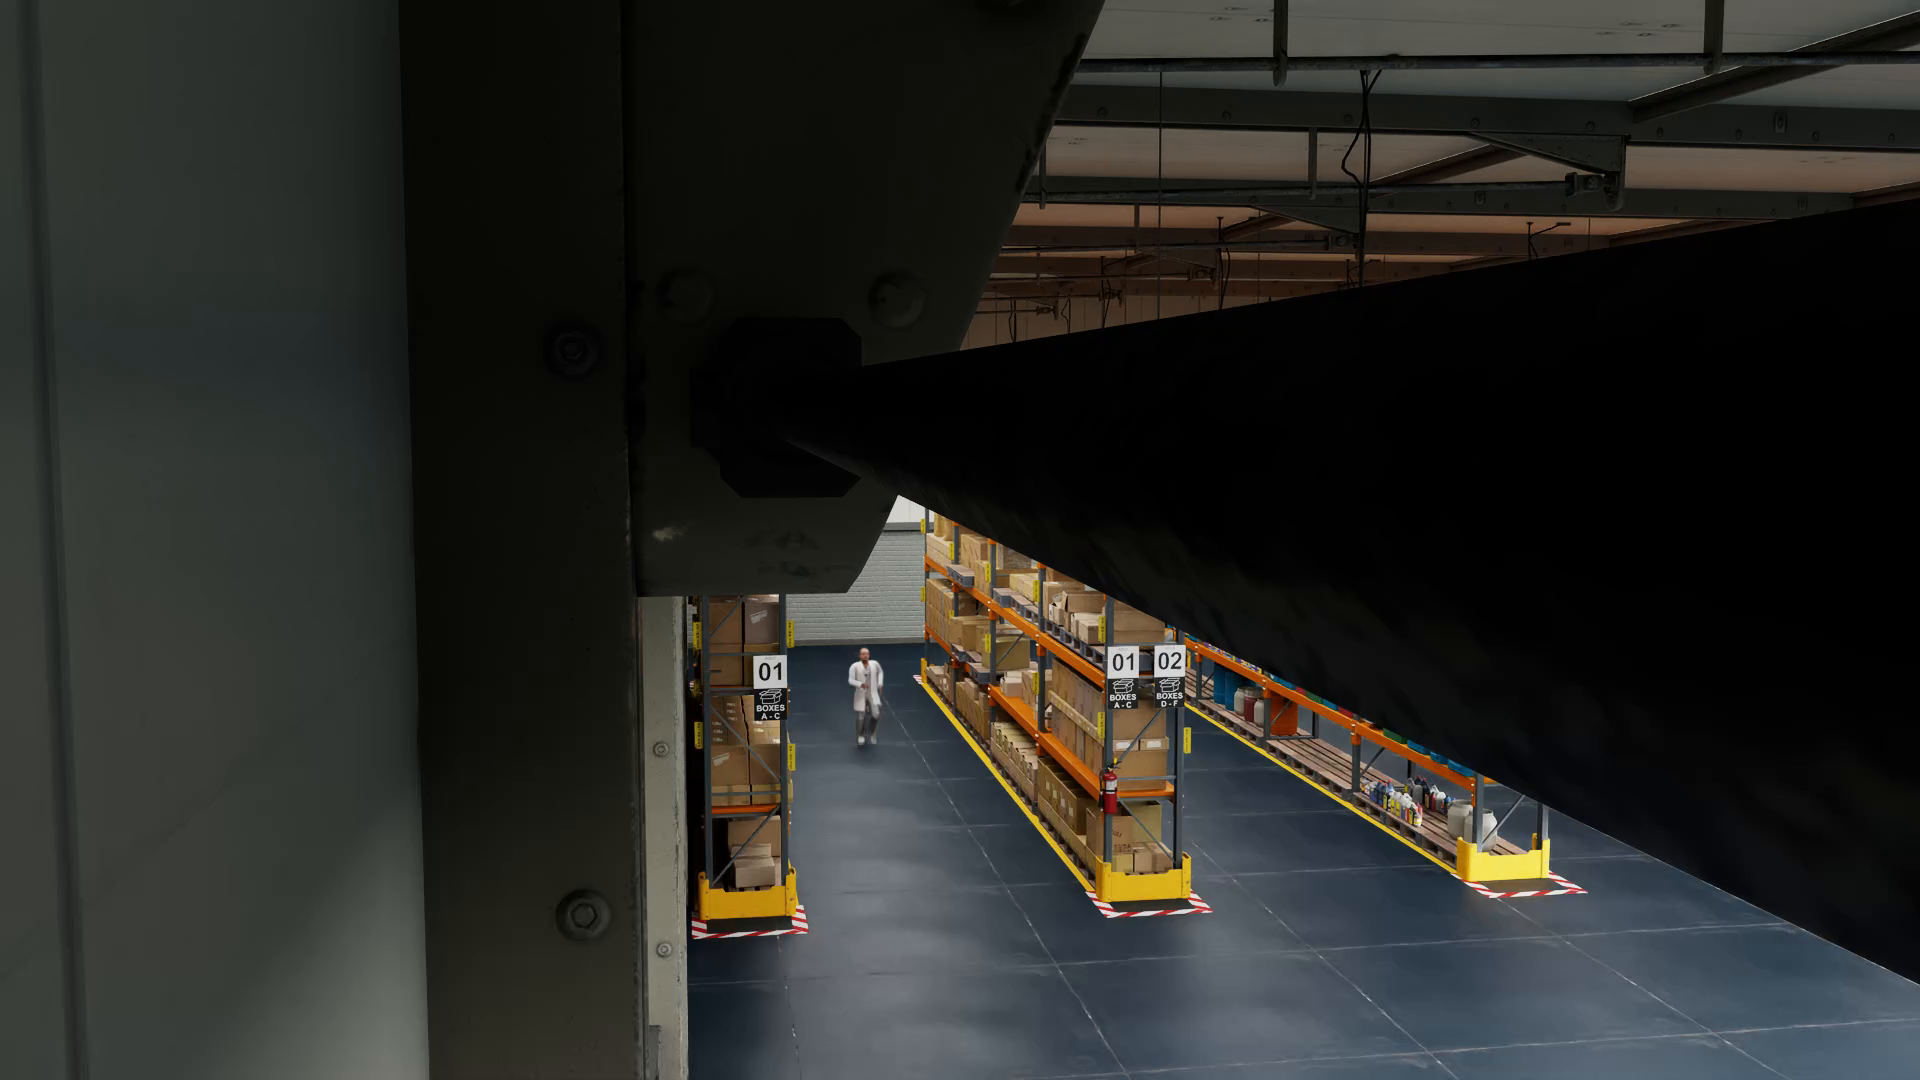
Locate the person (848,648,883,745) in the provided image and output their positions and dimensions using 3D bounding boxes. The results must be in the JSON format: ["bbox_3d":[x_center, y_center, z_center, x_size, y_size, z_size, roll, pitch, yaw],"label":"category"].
[{"bbox_3d":[-1.674,2.819,29.884,0.684,1.763,0.766,-1,5,-14],"label":"person"}]

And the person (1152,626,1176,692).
[{"bbox_3d":[3.907,2.352,32.669,0.674,1.865,0.770,-1,5,-13],"label":"person"}]
